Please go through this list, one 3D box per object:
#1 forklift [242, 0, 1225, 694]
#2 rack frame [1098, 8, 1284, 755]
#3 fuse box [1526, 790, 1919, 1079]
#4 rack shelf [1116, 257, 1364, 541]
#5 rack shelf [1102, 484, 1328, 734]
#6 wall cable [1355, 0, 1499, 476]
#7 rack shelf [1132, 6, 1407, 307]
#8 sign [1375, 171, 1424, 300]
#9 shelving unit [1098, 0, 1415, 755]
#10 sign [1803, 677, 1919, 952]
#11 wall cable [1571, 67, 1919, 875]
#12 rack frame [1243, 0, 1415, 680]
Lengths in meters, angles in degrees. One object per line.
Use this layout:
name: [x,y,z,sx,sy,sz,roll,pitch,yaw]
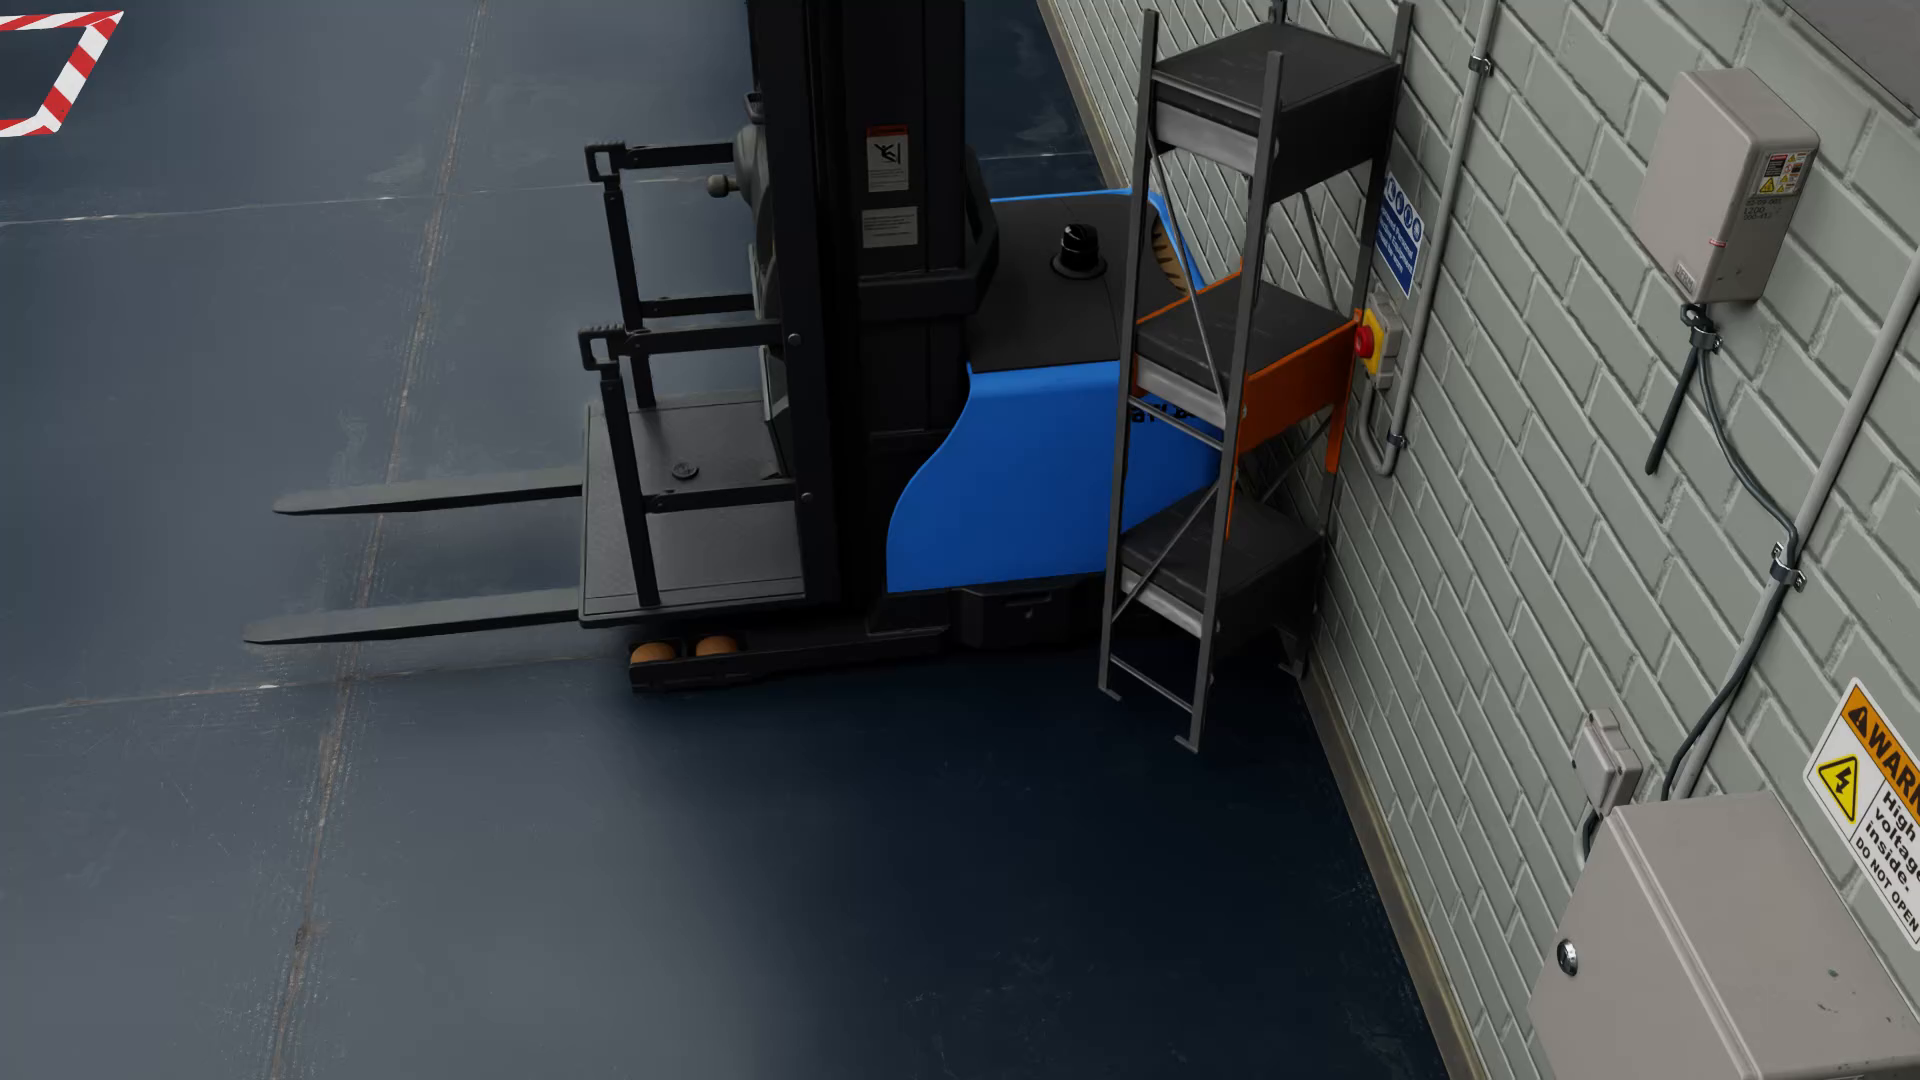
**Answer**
forklift: [-0.746,-0.987,4.656,3.031,2.935,1.130,-6,42,-6]
rack frame: [0.567,-0.304,4.377,0.015,2.100,0.400,-29,45,-33]
fuse box: [1.166,1.240,3.098,0.414,1.711,0.539,-5,42,-6]
rack shelf: [0.747,-0.391,4.519,0.480,0.518,0.431,-29,45,-33]
rack shelf: [0.746,0.172,4.935,0.480,0.518,0.431,-29,45,-33]
wall cable: [1.038,-1.035,3.876,0.123,1.953,0.585,-5,42,-6]
rack shelf: [0.748,-0.954,4.103,0.480,0.518,0.431,-29,45,-33]
sign: [1.092,-0.784,4.178,0.001,0.218,0.327,-5,42,-6]
shelving unit: [0.747,-0.402,4.511,0.503,2.100,0.431,-29,45,-33]
sign: [1.364,0.400,2.450,0.001,0.242,0.339,-5,42,-6]
wall cable: [1.233,-0.083,2.844,0.122,1.984,0.588,-5,42,-6]
rack frame: [0.926,-0.500,4.644,0.015,2.100,0.400,-29,45,-33]
